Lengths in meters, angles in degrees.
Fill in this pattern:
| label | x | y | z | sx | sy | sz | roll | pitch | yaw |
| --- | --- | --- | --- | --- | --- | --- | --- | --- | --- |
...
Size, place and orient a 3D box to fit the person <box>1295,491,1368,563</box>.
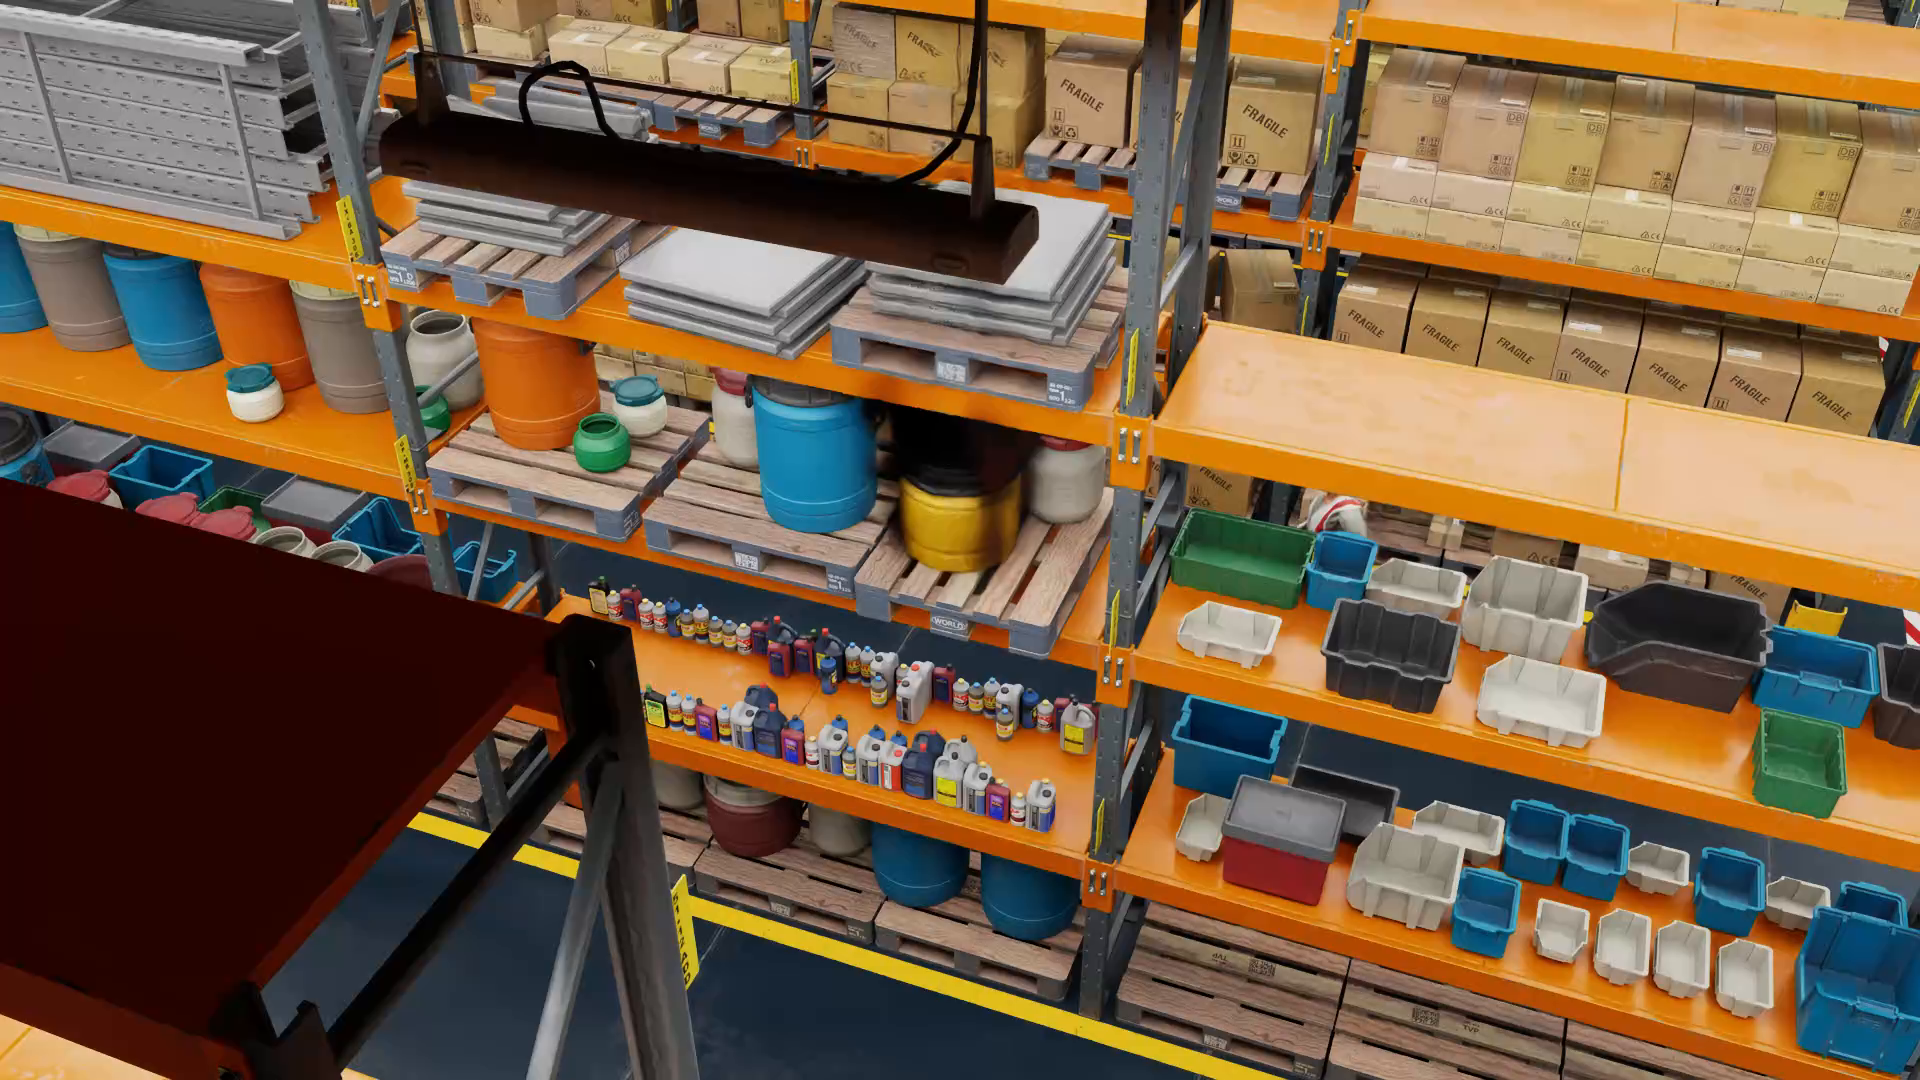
| label | x | y | z | sx | sy | sz | roll | pitch | yaw |
| --- | --- | --- | --- | --- | --- | --- | --- | --- | --- |
| person | 2.494 | 0.151 | 11.232 | 0.730 | 1.777 | 0.662 | 3 | 37 | 4 |
